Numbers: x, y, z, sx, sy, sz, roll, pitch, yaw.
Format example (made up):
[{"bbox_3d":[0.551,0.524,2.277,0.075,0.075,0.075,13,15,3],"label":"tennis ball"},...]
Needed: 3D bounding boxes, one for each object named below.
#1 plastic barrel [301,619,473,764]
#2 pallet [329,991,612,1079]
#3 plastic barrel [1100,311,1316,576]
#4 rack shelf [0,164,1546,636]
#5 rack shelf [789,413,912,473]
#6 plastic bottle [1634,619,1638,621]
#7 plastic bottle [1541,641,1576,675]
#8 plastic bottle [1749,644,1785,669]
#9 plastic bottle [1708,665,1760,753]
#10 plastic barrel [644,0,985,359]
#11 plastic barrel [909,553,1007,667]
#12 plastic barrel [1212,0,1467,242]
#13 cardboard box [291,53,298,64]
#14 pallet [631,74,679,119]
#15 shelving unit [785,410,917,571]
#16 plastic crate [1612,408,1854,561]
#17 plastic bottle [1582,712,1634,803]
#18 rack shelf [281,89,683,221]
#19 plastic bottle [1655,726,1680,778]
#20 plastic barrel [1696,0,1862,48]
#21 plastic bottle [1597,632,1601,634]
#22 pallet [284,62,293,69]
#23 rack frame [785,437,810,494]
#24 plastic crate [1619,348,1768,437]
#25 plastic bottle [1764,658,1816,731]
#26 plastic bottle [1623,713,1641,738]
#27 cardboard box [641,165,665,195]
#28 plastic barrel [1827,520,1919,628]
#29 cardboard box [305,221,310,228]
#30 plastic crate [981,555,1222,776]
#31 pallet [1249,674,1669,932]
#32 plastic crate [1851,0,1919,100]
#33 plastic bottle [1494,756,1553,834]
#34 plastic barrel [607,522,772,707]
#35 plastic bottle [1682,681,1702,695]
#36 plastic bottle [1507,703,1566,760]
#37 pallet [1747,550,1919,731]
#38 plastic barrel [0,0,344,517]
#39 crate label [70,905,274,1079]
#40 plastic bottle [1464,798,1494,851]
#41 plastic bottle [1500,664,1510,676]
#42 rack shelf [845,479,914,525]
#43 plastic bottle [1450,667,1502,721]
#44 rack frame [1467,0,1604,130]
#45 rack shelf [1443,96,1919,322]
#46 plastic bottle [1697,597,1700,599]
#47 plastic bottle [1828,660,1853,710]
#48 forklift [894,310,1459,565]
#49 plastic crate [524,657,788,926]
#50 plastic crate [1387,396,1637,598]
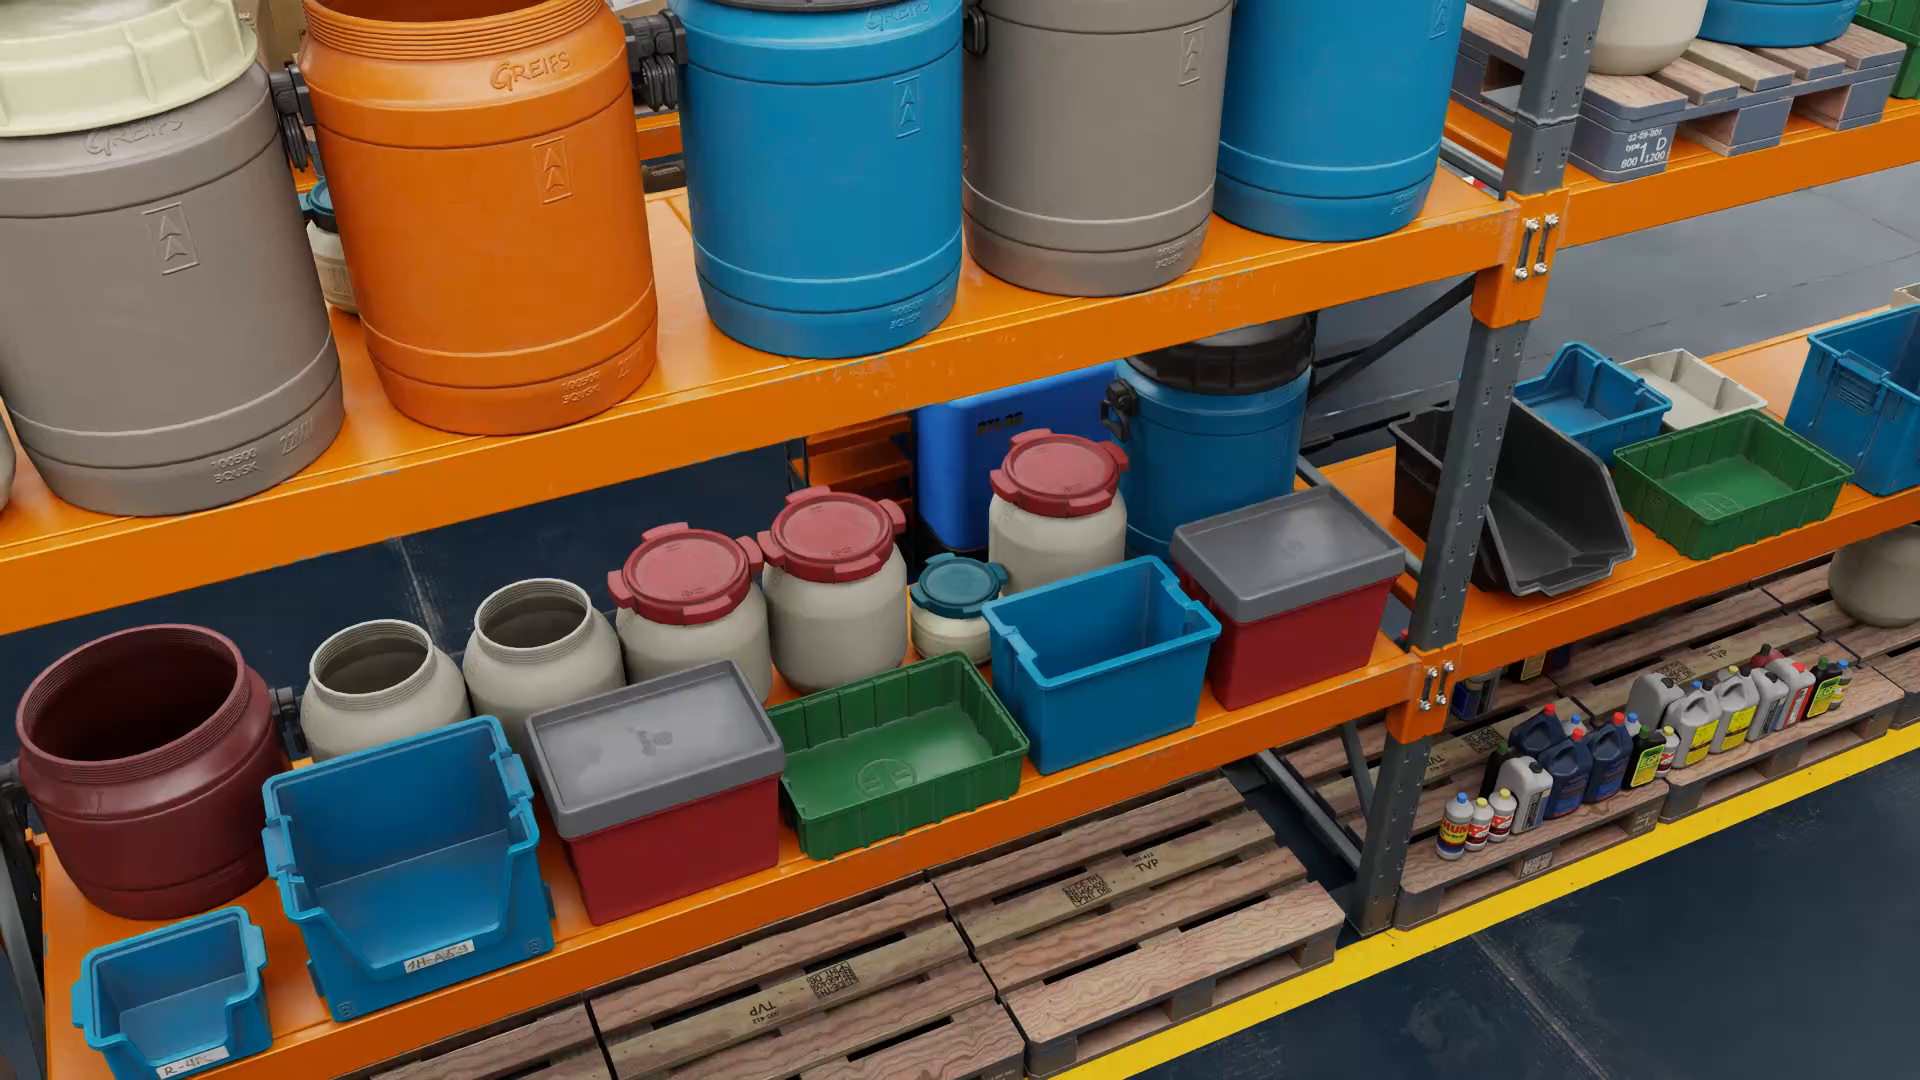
[{"bbox_3d":[-1.522,0.508,4.453,0.421,0.512,0.421,0,37,0],"label":"plastic barrel"},{"bbox_3d":[-1.645,1.874,5.047,1.213,0.211,1.003,-16,39,-20],"label":"pallet"},{"bbox_3d":[0.780,-0.351,5.284,0.708,0.901,0.600,-16,39,-20],"label":"plastic barrel"},{"bbox_3d":[-0.552,-0.493,3.983,4.000,0.370,1.077,-16,39,-20],"label":"rack shelf"},{"bbox_3d":[-0.476,-0.468,7.112,0.480,0.148,0.258,-16,40,-21],"label":"rack shelf"},{"bbox_3d":[2.796,0.201,6.883,0.097,0.271,0.097,0,37,0],"label":"plastic bottle"},{"bbox_3d":[2.380,0.400,6.603,0.133,0.283,0.061,-16,39,-20],"label":"plastic bottle"},{"bbox_3d":[3.118,0.511,6.454,0.133,0.283,0.061,-16,39,-20],"label":"plastic bottle"},{"bbox_3d":[2.890,0.621,6.250,0.185,0.351,0.144,-14,39,-18],"label":"plastic bottle"},{"bbox_3d":[-0.294,-0.913,3.524,0.708,0.901,0.600,-16,39,-20],"label":"plastic barrel"},{"bbox_3d":[-0.005,0.224,5.046,0.301,0.262,0.301,0,37,0],"label":"plastic barrel"},{"bbox_3d":[0.891,-1.244,3.971,0.708,0.901,0.600,-16,39,-20],"label":"plastic barrel"},{"bbox_3d":[-2.852,-2.151,7.905,0.500,0.250,0.500,-17,40,-21],"label":"cardboard box"},{"bbox_3d":[-1.599,-2.563,8.848,1.213,0.211,1.003,-16,39,-20],"label":"pallet"},{"bbox_3d":[-0.476,-0.343,7.205,0.503,1.200,0.258,-16,40,-21],"label":"shelving unit"},{"bbox_3d":[2.607,-0.190,5.666,0.662,0.188,0.450,-16,39,-20],"label":"plastic crate"},{"bbox_3d":[2.337,0.775,6.041,0.185,0.351,0.144,-17,40,-22],"label":"plastic bottle"},{"bbox_3d":[-2.656,-1.960,8.478,4.000,0.370,1.077,-16,39,-20],"label":"rack shelf"},{"bbox_3d":[2.603,0.776,6.165,0.097,0.201,0.097,0,37,0],"label":"plastic bottle"},{"bbox_3d":[2.205,-1.853,4.439,0.708,0.901,0.600,-16,39,-20],"label":"plastic barrel"},{"bbox_3d":[2.615,0.279,6.835,0.097,0.201,0.097,0,37,0],"label":"plastic bottle"},{"bbox_3d":[-4.634,-3.788,12.680,1.213,0.211,1.003,-16,39,-20],"label":"pallet"},{"bbox_3d":[-0.695,-0.279,7.119,0.015,1.200,0.240,-16,40,-21],"label":"rack frame"},{"bbox_3d":[2.621,-0.525,6.162,0.437,0.136,0.530,-16,39,-20],"label":"plastic crate"},{"bbox_3d":[3.164,0.571,6.379,0.135,0.276,0.152,-15,39,-20],"label":"plastic bottle"},{"bbox_3d":[2.454,0.750,6.142,0.097,0.271,0.097,0,37,0],"label":"plastic bottle"},{"bbox_3d":[-1.851,-1.673,9.217,0.500,0.500,0.700,-16,39,-20],"label":"cardboard box"},{"bbox_3d":[3.863,0.069,6.875,0.421,0.512,0.421,0,37,0],"label":"plastic barrel"},{"bbox_3d":[-3.397,-1.542,8.410,0.500,0.250,0.500,-11,38,-15],"label":"cardboard box"},{"bbox_3d":[0.392,0.370,4.747,0.575,0.384,0.392,-16,39,-20],"label":"plastic crate"},{"bbox_3d":[1.884,0.889,6.374,1.213,0.211,1.003,-16,39,-20],"label":"pallet"},{"bbox_3d":[2.803,-1.456,4.855,0.450,0.188,0.336,-16,39,-20],"label":"plastic crate"},{"bbox_3d":[2.014,0.893,5.945,0.135,0.276,0.152,-14,39,-18],"label":"plastic bottle"},{"bbox_3d":[-0.756,0.281,4.739,0.433,0.535,0.433,0,37,0],"label":"plastic barrel"},{"bbox_3d":[2.799,0.627,6.367,0.097,0.201,0.097,0,37,0],"label":"plastic bottle"},{"bbox_3d":[2.104,0.745,6.082,0.185,0.351,0.144,-16,39,-20],"label":"plastic bottle"},{"bbox_3d":[4.093,0.271,7.207,1.213,0.211,1.003,-16,39,-20],"label":"pallet"},{"bbox_3d":[-1.527,-0.568,3.059,0.600,0.901,0.600,0,37,0],"label":"plastic barrel"},{"bbox_3d":[-1.822,1.092,3.901,0.416,0.233,0.303,-16,39,-20],"label":"crate label"},{"bbox_3d":[1.825,0.994,5.872,0.097,0.201,0.097,0,37,0],"label":"plastic bottle"},{"bbox_3d":[2.185,0.355,6.608,0.185,0.351,0.144,-16,39,-20],"label":"plastic bottle"},{"bbox_3d":[-0.476,-0.129,7.363,0.480,0.148,0.258,-16,40,-21],"label":"rack shelf"},{"bbox_3d":[1.979,0.540,6.421,0.135,0.276,0.152,-16,39,-20],"label":"plastic bottle"},{"bbox_3d":[1.259,-2.493,3.558,0.127,3.000,1.000,-16,39,-20],"label":"rack frame"},{"bbox_3d":[3.069,-1.506,5.348,4.000,0.370,1.077,-16,39,-20],"label":"rack shelf"},{"bbox_3d":[3.106,0.114,6.999,0.097,0.271,0.097,0,37,0],"label":"plastic bottle"},{"bbox_3d":[3.403,0.552,6.467,0.097,0.201,0.097,0,37,0],"label":"plastic bottle"},{"bbox_3d":[1.094,-1.532,7.355,3.031,2.935,1.130,-16,40,-21],"label":"forklift"},{"bbox_3d":[-0.769,0.659,4.290,0.583,0.464,0.402,-16,39,-20],"label":"plastic crate"},{"bbox_3d":[1.787,-0.123,5.450,0.504,0.338,0.767,-16,39,-20],"label":"plastic crate"}]
